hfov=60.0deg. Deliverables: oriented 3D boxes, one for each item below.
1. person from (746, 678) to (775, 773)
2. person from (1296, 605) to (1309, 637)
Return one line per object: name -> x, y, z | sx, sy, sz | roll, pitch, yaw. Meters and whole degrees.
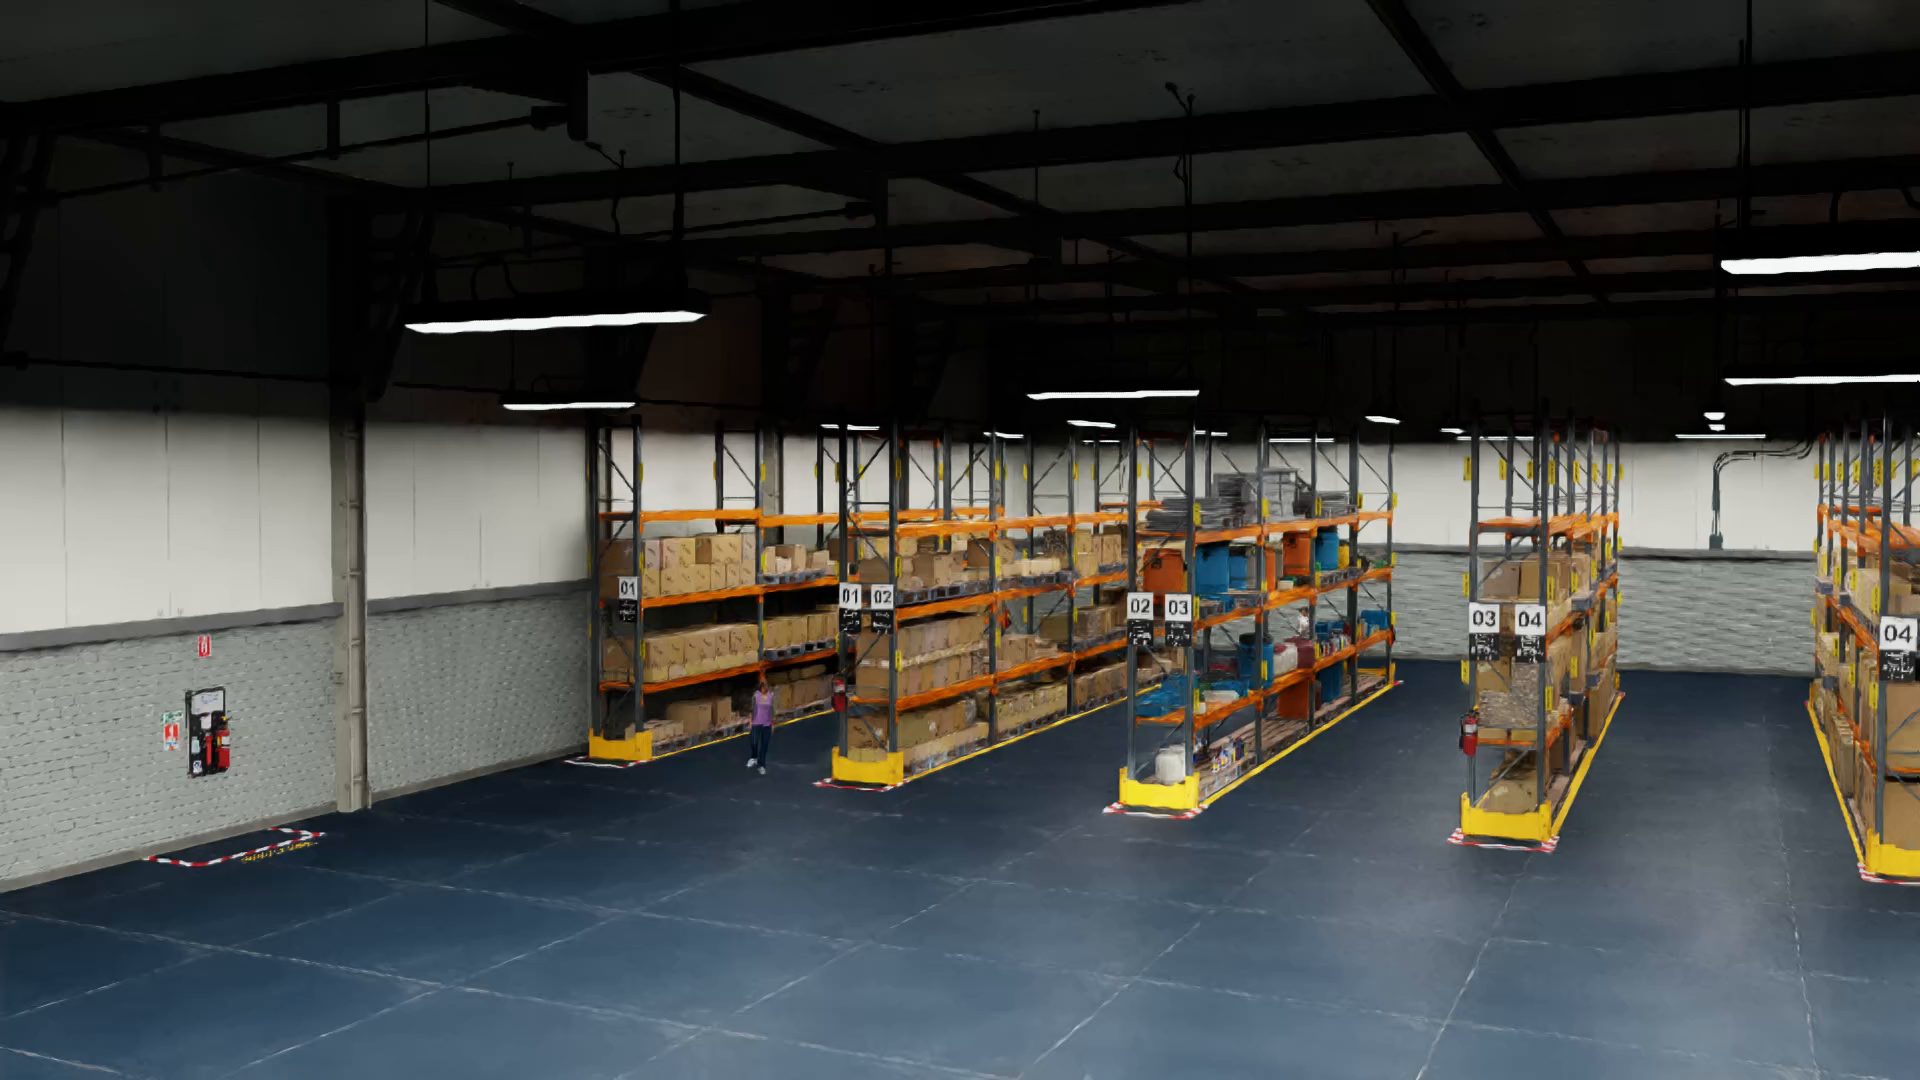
person -> -3.310, 3.069, 27.652 | 0.473, 1.589, 0.476 | -1, 2, -15
person -> 8.326, 2.452, 40.219 | 0.421, 1.762, 0.654 | 0, 2, 11
